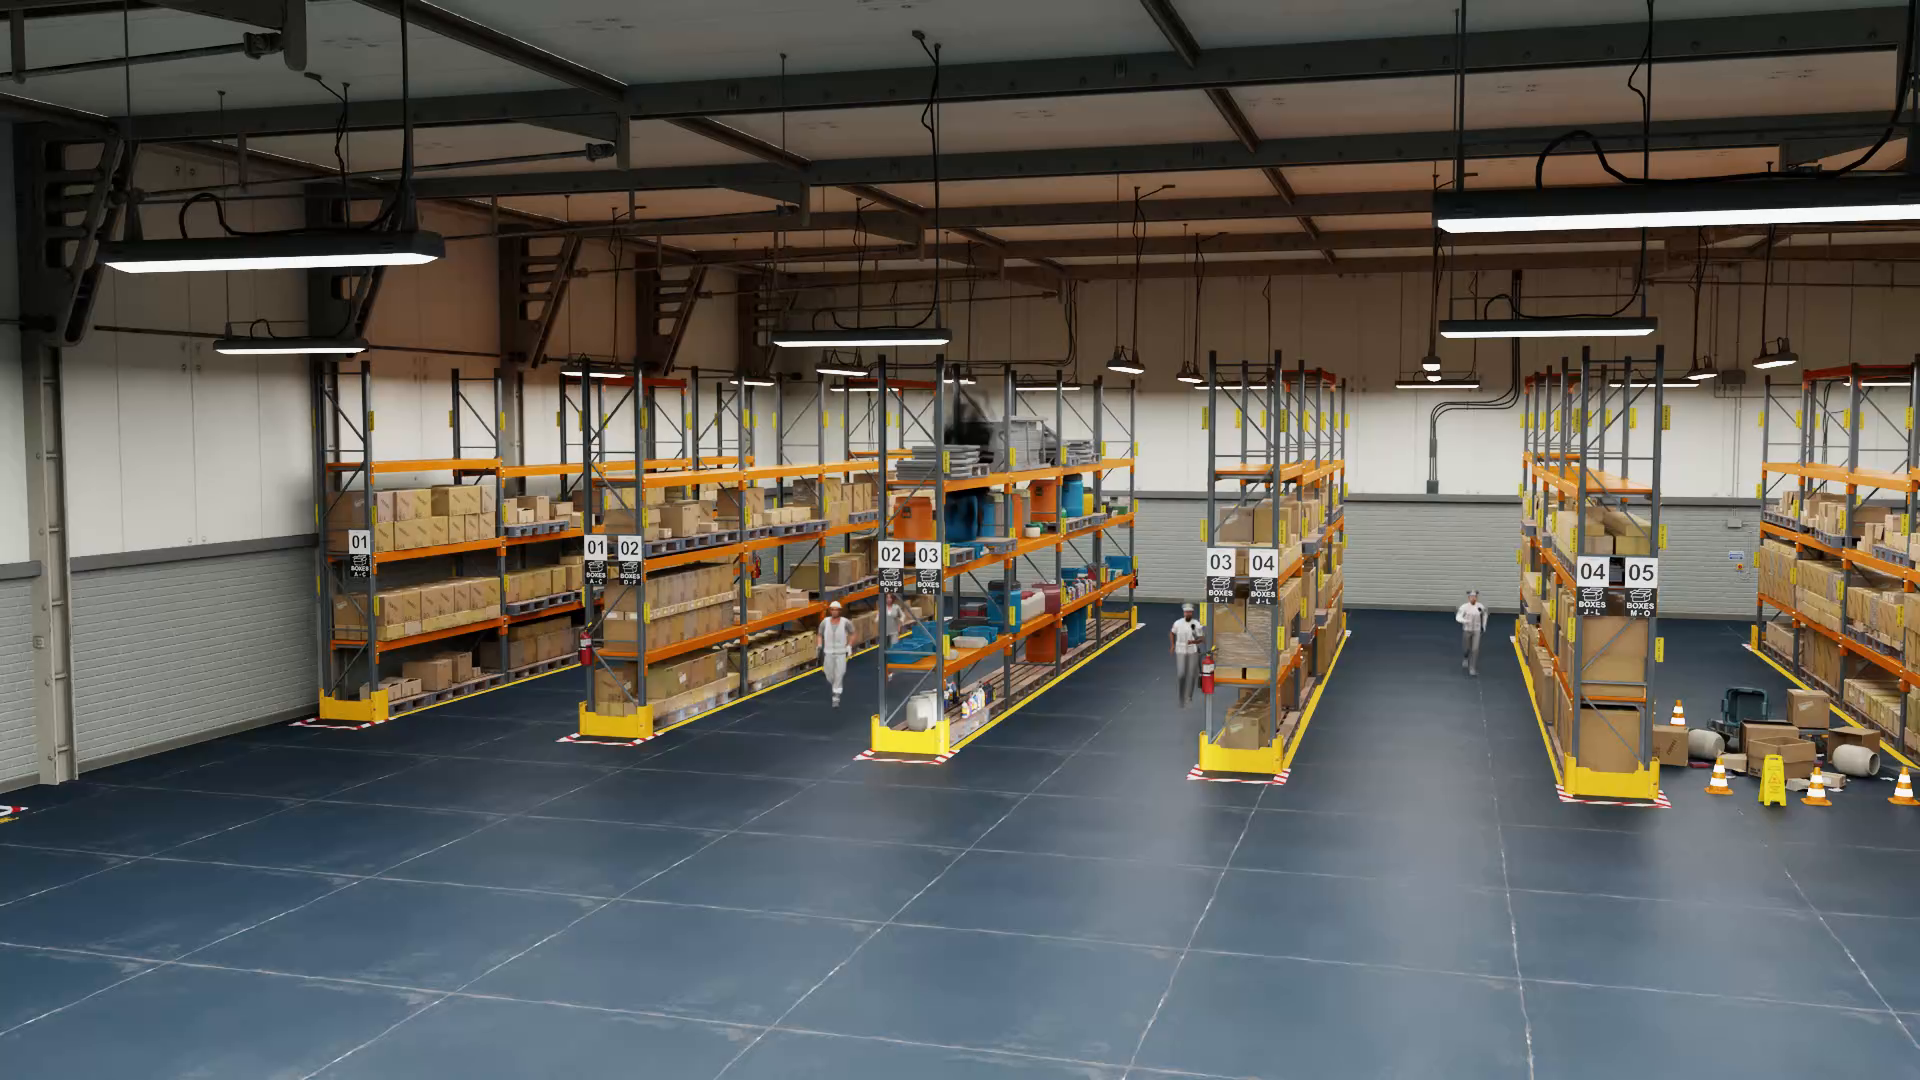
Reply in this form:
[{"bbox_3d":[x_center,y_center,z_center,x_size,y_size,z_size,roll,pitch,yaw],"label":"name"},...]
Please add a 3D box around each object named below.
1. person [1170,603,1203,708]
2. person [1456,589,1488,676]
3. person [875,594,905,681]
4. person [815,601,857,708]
[{"bbox_3d":[3.754,1.917,27.572,0.546,1.749,0.666,1,4,8],"label":"person"},{"bbox_3d":[10.140,1.803,32.942,0.620,1.675,0.806,1,4,11],"label":"person"},{"bbox_3d":[-1.295,1.756,30.506,0.545,1.615,0.834,0,4,2],"label":"person"},{"bbox_3d":[-2.037,1.875,27.567,0.646,1.751,0.711,0,4,5],"label":"person"}]
